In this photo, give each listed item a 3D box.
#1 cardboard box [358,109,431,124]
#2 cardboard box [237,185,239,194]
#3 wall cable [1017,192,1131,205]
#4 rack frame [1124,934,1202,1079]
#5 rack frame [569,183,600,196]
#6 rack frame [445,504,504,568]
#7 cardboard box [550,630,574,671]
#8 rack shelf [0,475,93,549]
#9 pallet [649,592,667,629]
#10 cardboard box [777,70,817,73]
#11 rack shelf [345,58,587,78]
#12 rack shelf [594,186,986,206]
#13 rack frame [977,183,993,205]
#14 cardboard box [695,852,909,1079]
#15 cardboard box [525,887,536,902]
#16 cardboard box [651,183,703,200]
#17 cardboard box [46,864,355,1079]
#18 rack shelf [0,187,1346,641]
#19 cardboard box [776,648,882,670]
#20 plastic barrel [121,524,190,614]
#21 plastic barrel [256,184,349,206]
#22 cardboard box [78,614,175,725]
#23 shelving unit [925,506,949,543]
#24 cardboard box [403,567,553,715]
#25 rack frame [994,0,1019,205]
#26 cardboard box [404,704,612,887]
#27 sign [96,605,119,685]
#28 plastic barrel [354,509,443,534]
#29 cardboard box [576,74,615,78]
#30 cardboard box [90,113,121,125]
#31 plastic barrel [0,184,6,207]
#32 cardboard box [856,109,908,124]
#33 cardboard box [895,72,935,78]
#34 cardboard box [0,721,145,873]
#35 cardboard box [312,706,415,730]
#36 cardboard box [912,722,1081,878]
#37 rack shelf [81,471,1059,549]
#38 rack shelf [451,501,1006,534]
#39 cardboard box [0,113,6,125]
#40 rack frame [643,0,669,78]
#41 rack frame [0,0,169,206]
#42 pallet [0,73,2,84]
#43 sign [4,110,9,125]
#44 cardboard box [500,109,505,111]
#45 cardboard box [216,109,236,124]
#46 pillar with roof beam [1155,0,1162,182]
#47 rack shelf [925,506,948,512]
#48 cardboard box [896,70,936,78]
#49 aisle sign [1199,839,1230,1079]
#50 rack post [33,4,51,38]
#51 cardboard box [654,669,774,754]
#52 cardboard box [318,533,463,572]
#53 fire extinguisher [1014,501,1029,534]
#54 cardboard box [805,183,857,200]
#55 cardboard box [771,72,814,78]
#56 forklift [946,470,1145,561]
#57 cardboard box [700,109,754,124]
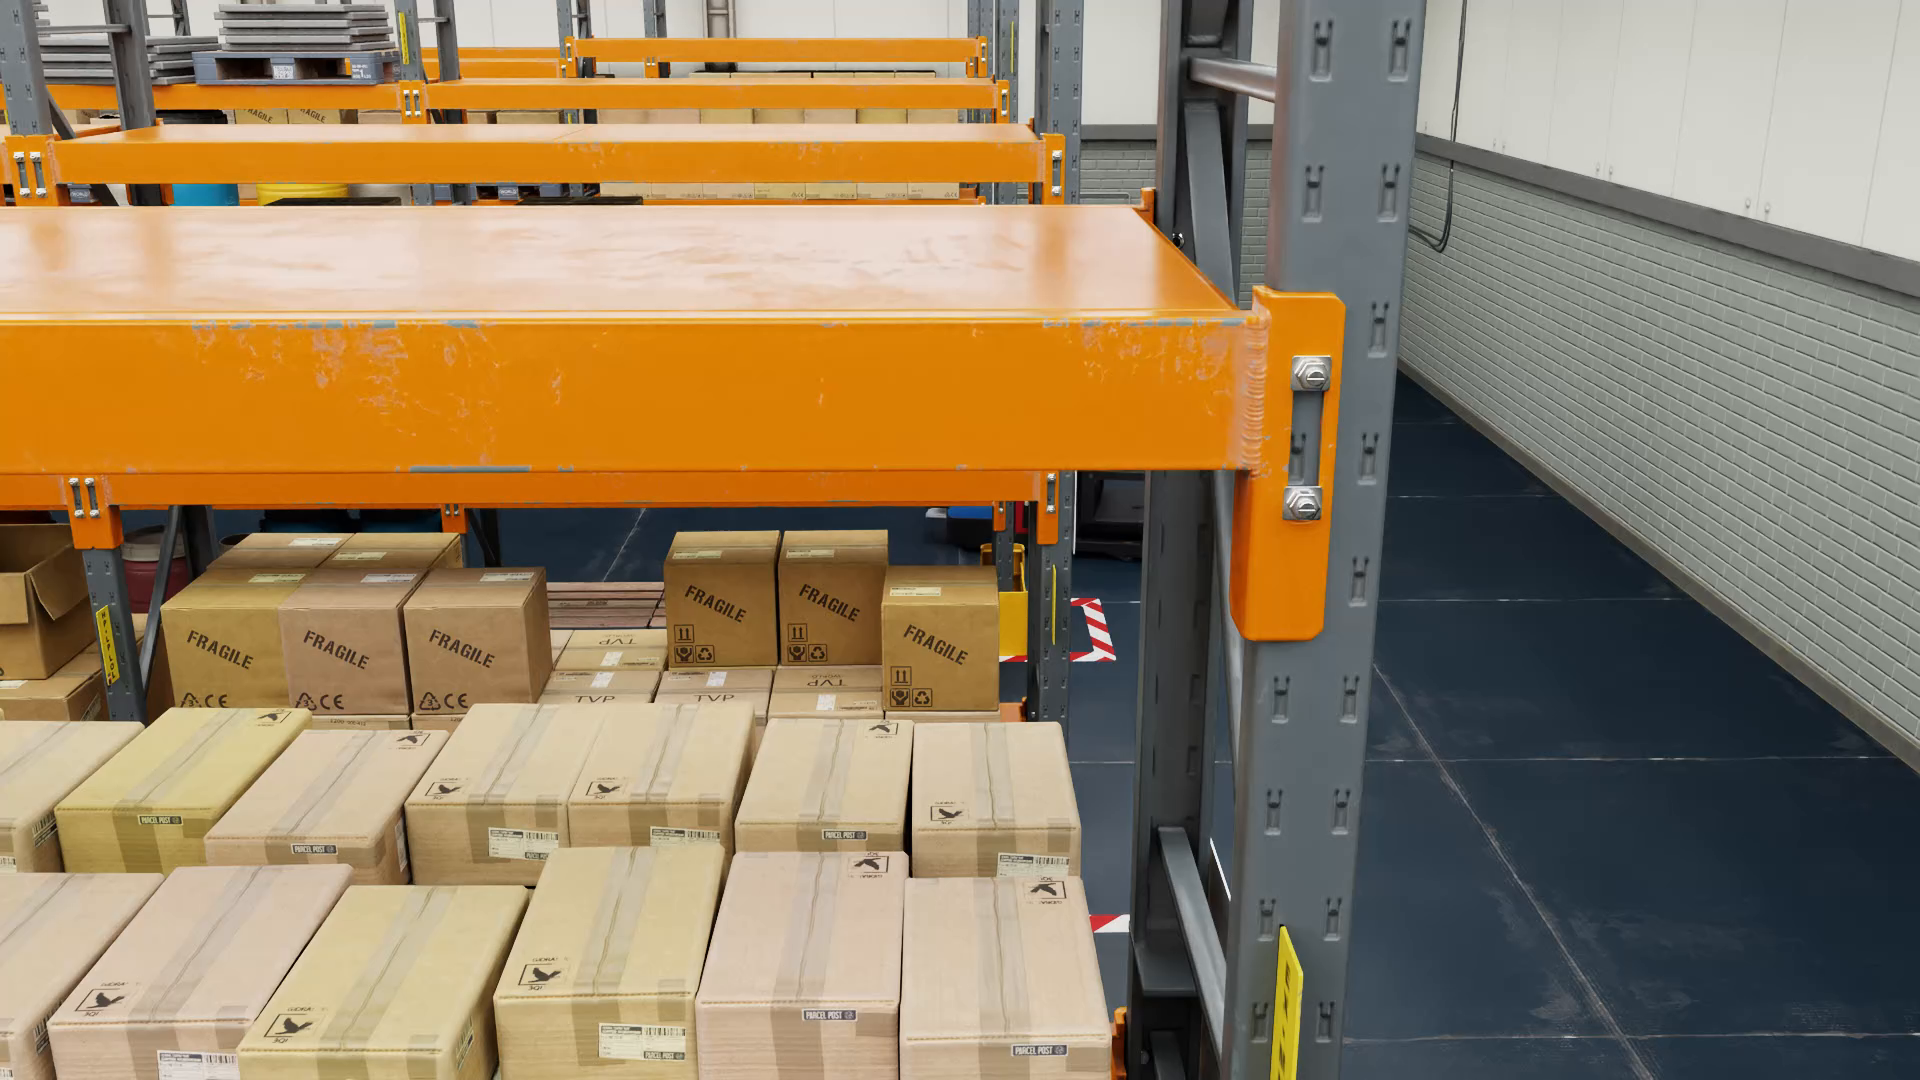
[{"bbox_3d":[-5.590,-3.971,16.591,0.600,0.600,0.600,-1,18,-3],"label":"cardboard box"},{"bbox_3d":[-7.316,-3.704,16.609,0.500,0.500,0.910,0,18,-1],"label":"cardboard box"},{"bbox_3d":[1.431,-4.546,22.645,1.851,1.984,0.084,0,18,-1],"label":"wall cable"},{"bbox_3d":[0.377,2.287,3.008,0.127,3.000,1.000,0,18,-1],"label":"rack frame"},{"bbox_3d":[-3.752,-2.235,17.104,0.127,3.000,1.000,0,18,-1],"label":"rack frame"},{"bbox_3d":[-3.677,-0.722,12.387,0.127,3.000,1.000,0,18,-1],"label":"rack frame"},{"bbox_3d":[-2.134,0.632,7.924,0.500,0.250,0.500,0,18,0],"label":"cardboard box"},{"bbox_3d":[-5.599,-0.285,7.293,4.000,0.370,1.077,0,18,-1],"label":"rack shelf"},{"bbox_3d":[-1.720,0.584,12.883,1.213,0.211,1.003,0,18,-1],"label":"pallet"},{"bbox_3d":[-2.100,-5.796,21.460,0.500,0.500,0.500,-1,18,-3],"label":"cardboard box"},{"bbox_3d":[-5.752,-4.549,16.328,4.000,0.370,1.077,0,18,-1],"label":"rack shelf"},{"bbox_3d":[-1.752,-3.330,16.785,4.000,0.370,1.077,0,18,-1],"label":"rack shelf"},{"bbox_3d":[0.248,-2.254,17.164,0.127,3.000,1.000,0,18,-1],"label":"rack frame"},{"bbox_3d":[-0.198,0.571,2.220,0.250,0.149,0.380,0,18,0],"label":"cardboard box"},{"bbox_3d":[-0.587,0.617,2.729,0.500,0.250,0.500,0,18,-2],"label":"cardboard box"},{"bbox_3d":[-2.762,-3.520,16.444,0.500,0.250,0.500,0,18,-1],"label":"cardboard box"},{"bbox_3d":[-0.972,0.583,2.182,0.250,0.149,0.380,-1,18,-2],"label":"cardboard box"},{"bbox_3d":[-1.622,-0.216,2.172,4.000,0.370,1.077,0,18,-1],"label":"rack shelf"},{"bbox_3d":[-0.604,0.626,7.945,0.500,0.250,0.500,0,18,-2],"label":"cardboard box"},{"bbox_3d":[-6.059,0.233,12.672,0.708,0.588,0.600,0,18,-1],"label":"plastic barrel"},{"bbox_3d":[-4.587,-2.373,11.629,0.600,0.588,0.600,0,18,0],"label":"plastic barrel"},{"bbox_3d":[-4.063,0.669,7.888,0.500,0.500,0.500,0,18,-1],"label":"cardboard box"},{"bbox_3d":[-0.190,-0.439,14.944,0.210,0.900,0.258,3,18,9],"label":"shelving unit"},{"bbox_3d":[-2.104,0.435,7.311,0.500,0.500,0.500,-1,18,-3],"label":"cardboard box"},{"bbox_3d":[0.322,-3.598,11.531,0.127,3.000,1.000,0,18,-1],"label":"rack frame"},{"bbox_3d":[-0.721,0.410,2.723,0.250,0.149,0.380,0,18,0],"label":"cardboard box"},{"bbox_3d":[-3.581,0.443,6.991,0.005,0.325,0.100,0,18,-1],"label":"sign"},{"bbox_3d":[-4.222,0.075,12.652,0.708,0.901,0.600,0,18,-1],"label":"plastic barrel"},{"bbox_3d":[-4.716,-5.826,21.276,0.500,0.250,0.500,1,18,3],"label":"cardboard box"},{"bbox_3d":[-10.669,-5.276,21.132,0.500,0.311,0.500,0,18,1],"label":"cardboard box"},{"bbox_3d":[-7.109,-2.537,11.745,0.708,0.830,0.600,0,18,-1],"label":"plastic barrel"},{"bbox_3d":[-0.767,-4.222,16.587,0.500,0.500,0.700,0,18,-1],"label":"cardboard box"},{"bbox_3d":[-0.562,-5.642,20.980,0.500,0.500,0.500,0,18,-1],"label":"cardboard box"},{"bbox_3d":[-1.503,0.433,2.652,0.250,0.149,0.380,0,18,1],"label":"cardboard box"},{"bbox_3d":[-2.628,0.797,7.410,0.500,0.250,0.500,0,18,-1],"label":"cardboard box"},{"bbox_3d":[0.050,0.434,2.648,0.250,0.149,0.380,0,18,-1],"label":"cardboard box"},{"bbox_3d":[-1.600,-0.305,7.354,4.000,0.370,1.077,0,18,-1],"label":"rack shelf"},{"bbox_3d":[-1.678,-0.389,12.527,4.000,0.370,1.077,0,18,-1],"label":"rack shelf"},{"bbox_3d":[-12.336,-5.117,20.980,0.500,0.500,0.500,0,18,1],"label":"cardboard box"},{"bbox_3d":[-3.834,-6.604,20.903,0.127,3.000,1.000,0,18,-1],"label":"rack frame"},{"bbox_3d":[-3.599,-2.066,6.755,0.127,3.000,1.000,0,18,-1],"label":"rack frame"},{"bbox_3d":[-6.955,-3.273,11.482,1.003,0.211,1.213,0,18,-1],"label":"pallet"},{"bbox_3d":[-11.817,-5.218,20.646,0.005,0.325,0.100,0,18,-1],"label":"sign"},{"bbox_3d":[-5.773,-5.457,21.354,0.500,0.500,0.700,0,18,-1],"label":"cardboard box"},{"bbox_3d":[-7.315,-4.168,16.418,0.500,0.500,0.500,0,18,-1],"label":"cardboard box"},{"bbox_3d":[2.920,-5.586,17.729,0.400,9.000,9.100,0,18,-1],"label":"pillar with roof beam"},{"bbox_3d":[-0.190,-0.322,14.982,0.200,0.077,0.258,3,18,9],"label":"rack shelf"},{"bbox_3d":[-0.568,-5.799,21.470,0.500,0.500,0.500,-1,18,-3],"label":"cardboard box"},{"bbox_3d":[0.446,0.957,2.898,0.004,0.787,0.394,0,18,-1],"label":"aisle sign"},{"bbox_3d":[-6.953,-3.539,11.473,0.937,0.300,0.954,0,18,-1],"label":"rack post"},{"bbox_3d":[-1.096,0.789,7.435,0.500,0.250,0.500,-1,18,-3],"label":"cardboard box"},{"bbox_3d":[-2.643,0.278,7.800,0.500,0.500,0.500,0,18,0],"label":"cardboard box"},{"bbox_3d":[0.480,-0.389,12.086,0.183,0.674,0.296,0,18,-1],"label":"fire extinguisher"},{"bbox_3d":[-1.262,-3.523,16.453,0.500,0.250,0.500,0,18,-1],"label":"cardboard box"},{"bbox_3d":[-2.109,-5.636,20.961,0.500,0.500,0.500,0,18,-1],"label":"cardboard box"},{"bbox_3d":[1.443,-1.381,14.555,3.031,2.935,1.130,3,18,9],"label":"forklift"},{"bbox_3d":[-2.264,-4.164,16.407,0.500,0.500,0.700,0,18,-1],"label":"cardboard box"}]
